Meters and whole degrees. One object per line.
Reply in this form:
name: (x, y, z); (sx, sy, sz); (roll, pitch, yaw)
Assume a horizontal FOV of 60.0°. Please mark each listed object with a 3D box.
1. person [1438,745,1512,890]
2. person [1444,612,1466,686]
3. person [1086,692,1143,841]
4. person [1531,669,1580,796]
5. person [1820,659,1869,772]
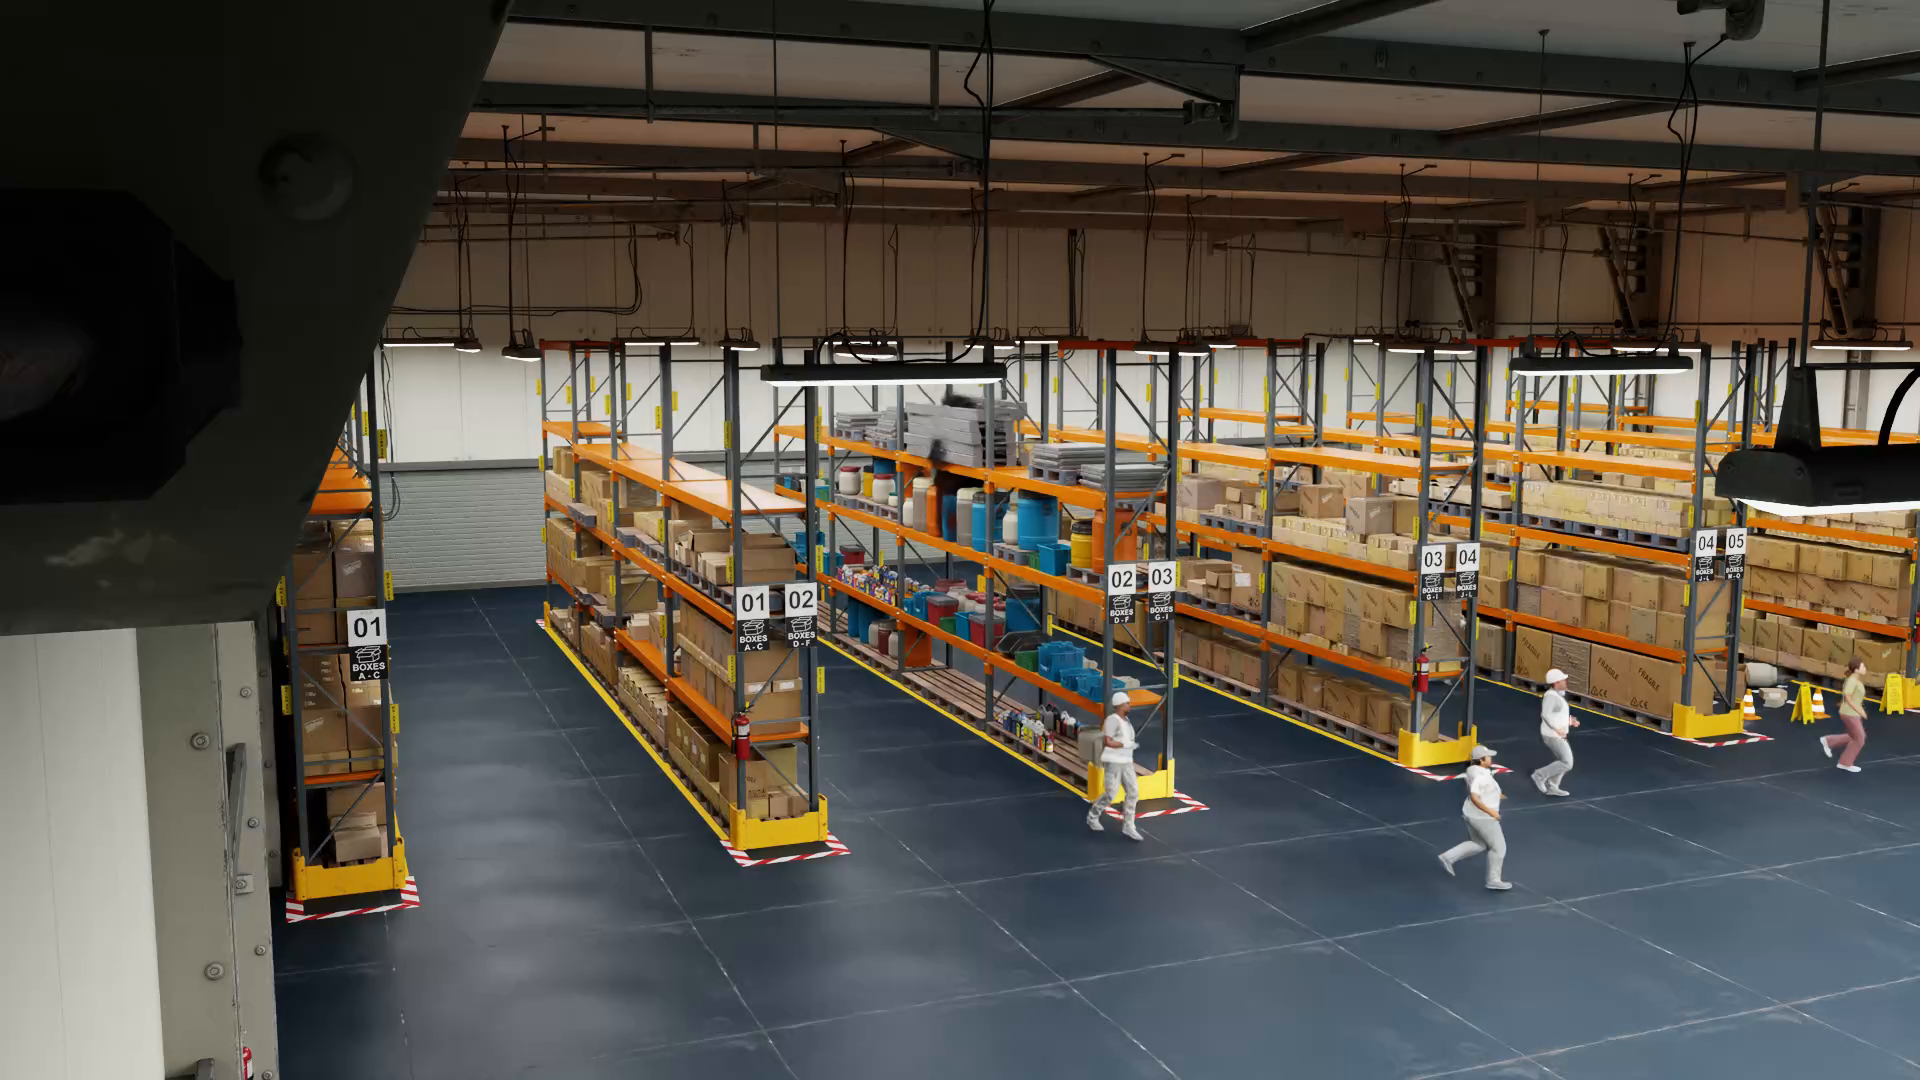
person: (5.823, 3.106, 18.652); (0.784, 1.632, 0.620); (0, 7, 1)
person: (8.594, 1.712, 29.218); (0.572, 1.702, 0.783); (-4, 8, -28)
person: (2.040, 2.783, 20.683); (0.819, 1.750, 0.682); (6, 9, 38)
person: (7.995, 2.585, 22.295); (0.585, 1.732, 0.681); (3, 8, 19)
person: (12.589, 2.473, 23.648); (0.588, 1.620, 0.565); (4, 8, 28)
